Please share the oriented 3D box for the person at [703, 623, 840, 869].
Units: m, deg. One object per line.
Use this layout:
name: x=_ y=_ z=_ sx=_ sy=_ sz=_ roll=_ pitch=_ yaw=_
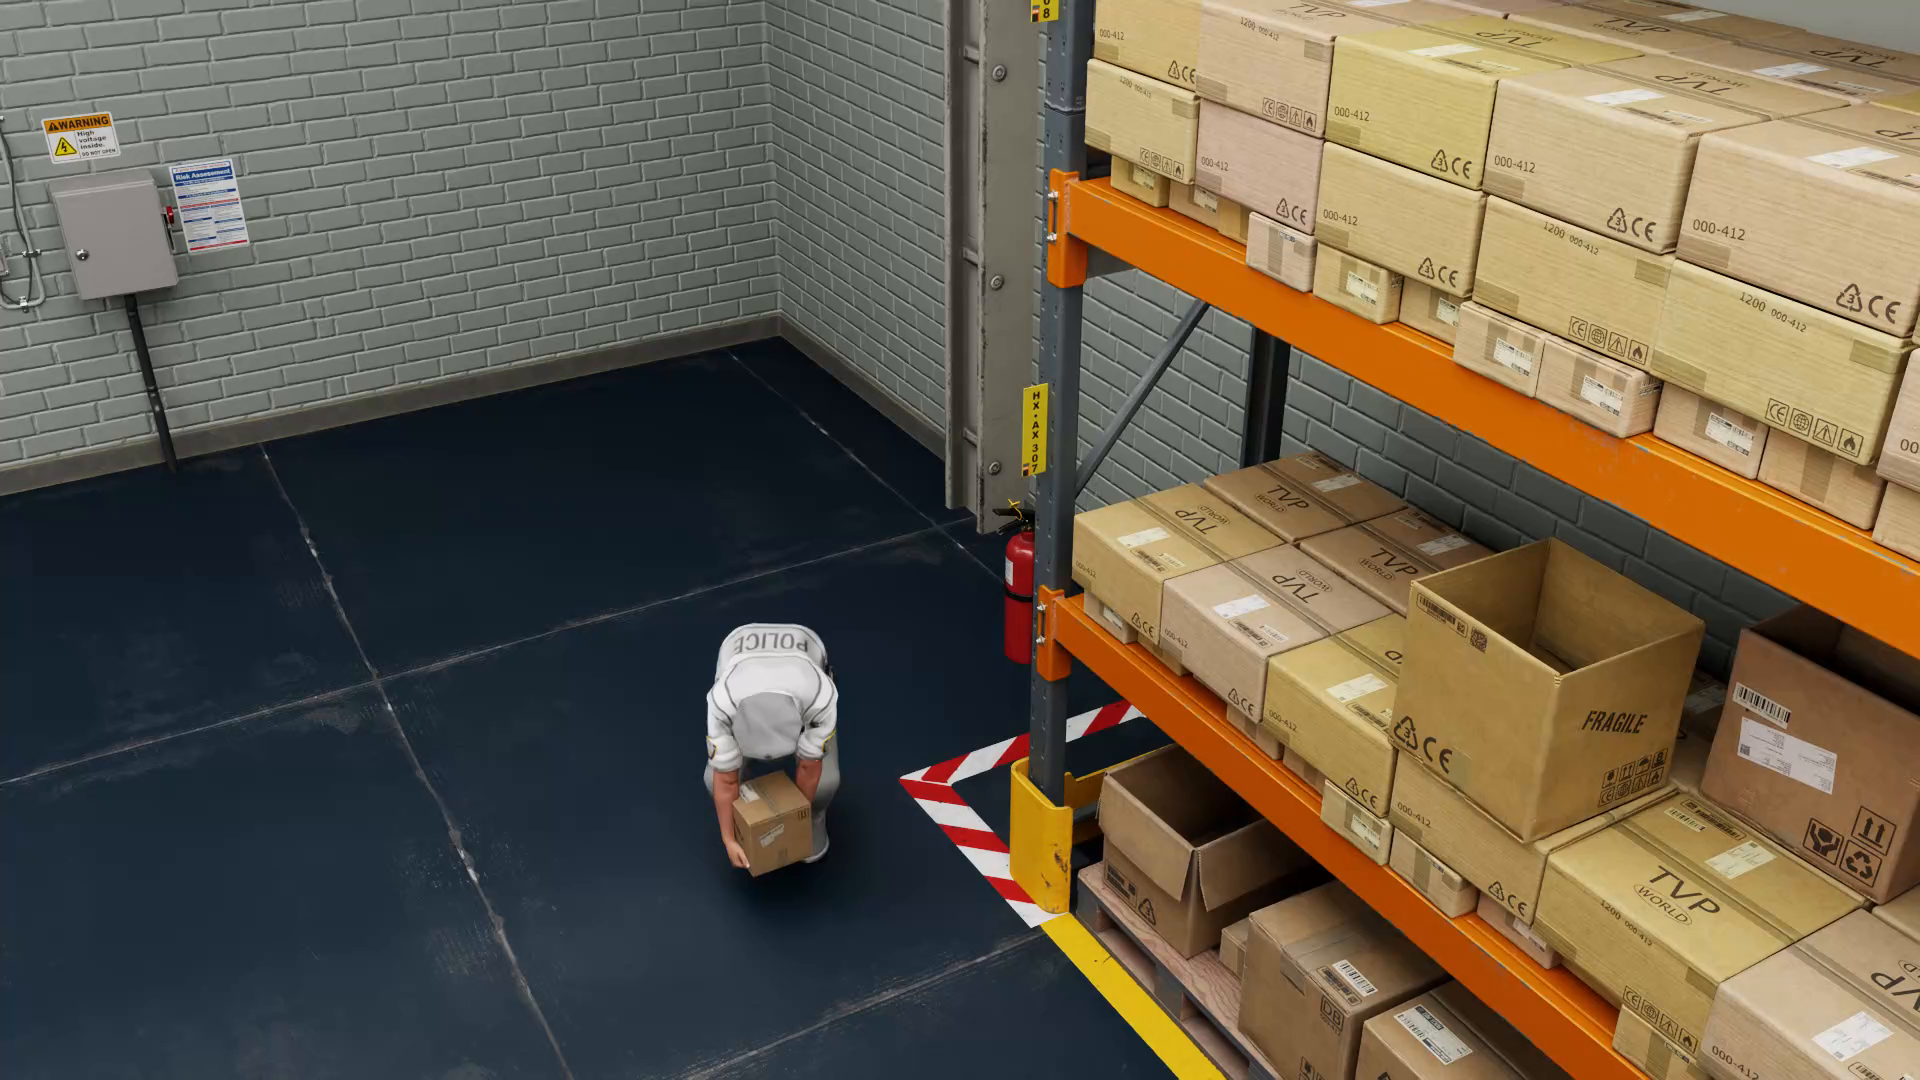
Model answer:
person: x=-0.720 y=0.822 z=6.374 sx=0.545 sy=1.035 sz=1.012 roll=0 pitch=29 yaw=1
